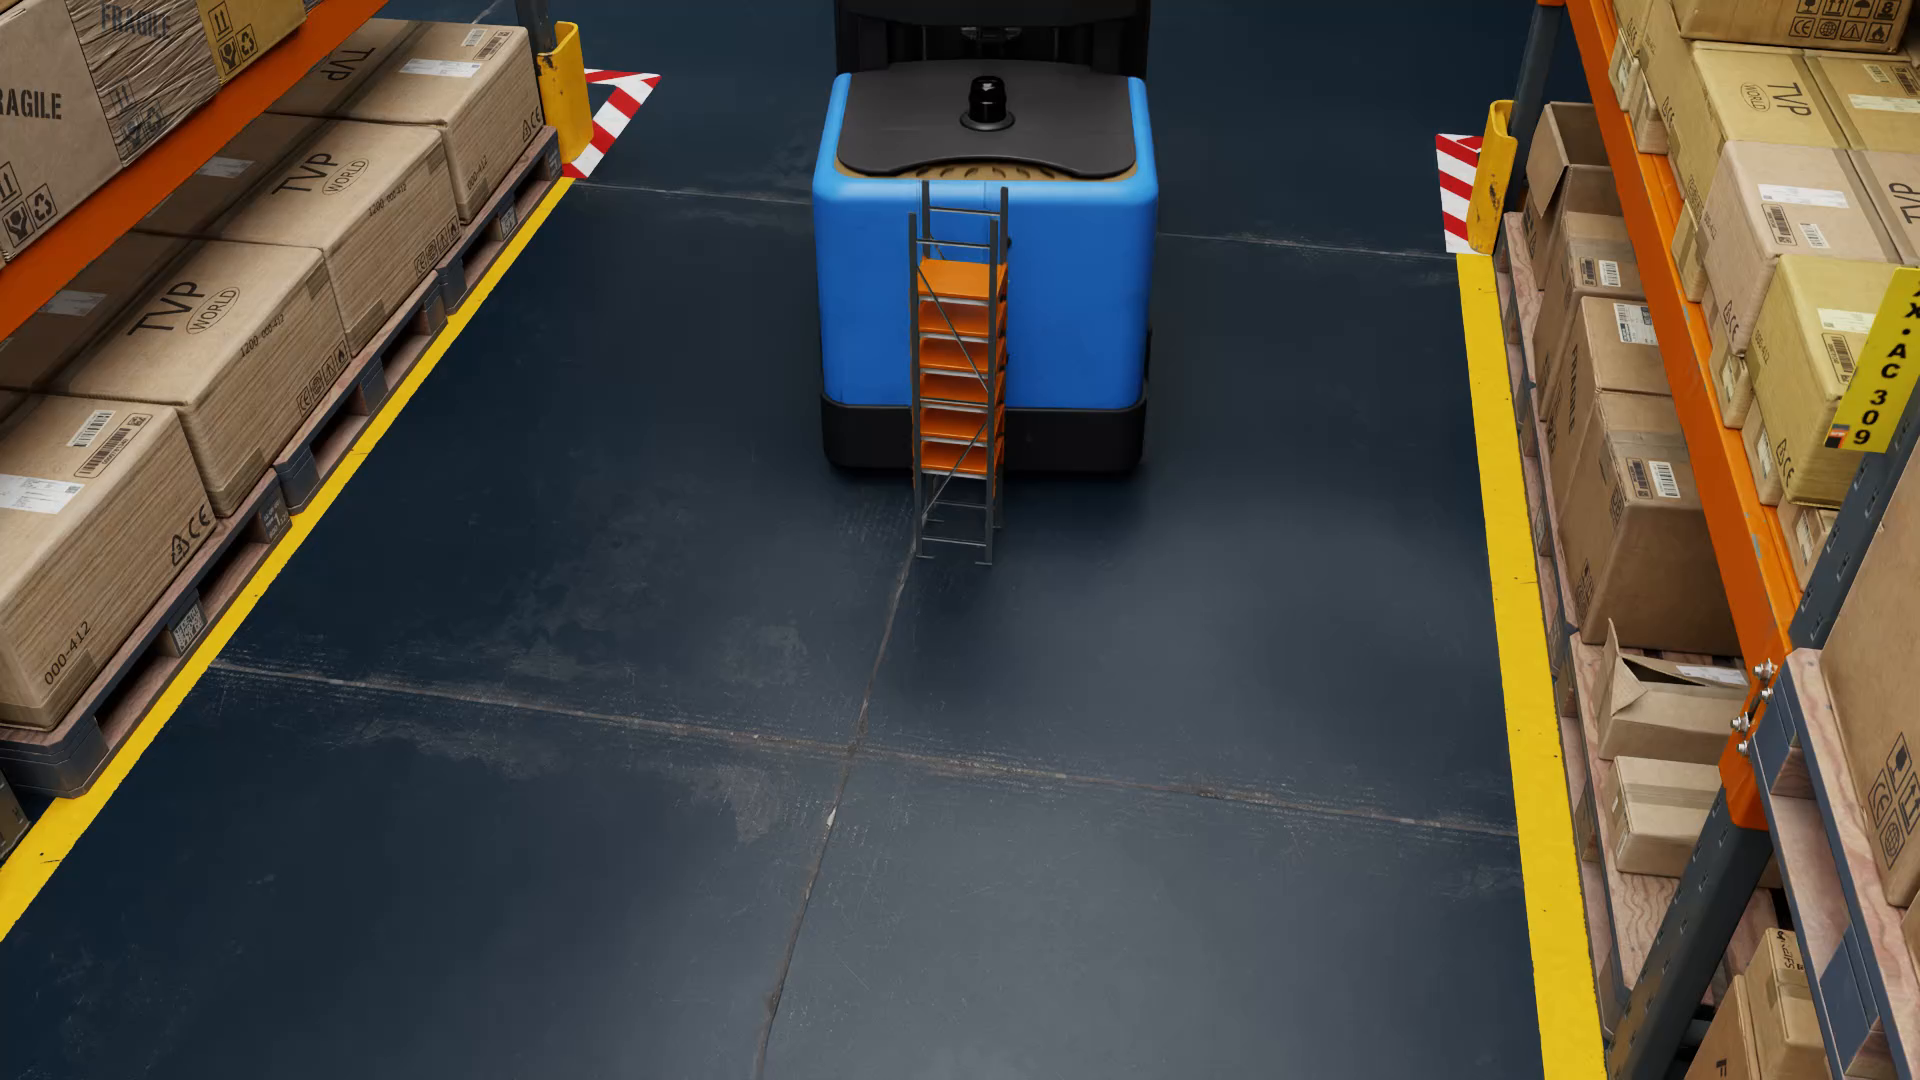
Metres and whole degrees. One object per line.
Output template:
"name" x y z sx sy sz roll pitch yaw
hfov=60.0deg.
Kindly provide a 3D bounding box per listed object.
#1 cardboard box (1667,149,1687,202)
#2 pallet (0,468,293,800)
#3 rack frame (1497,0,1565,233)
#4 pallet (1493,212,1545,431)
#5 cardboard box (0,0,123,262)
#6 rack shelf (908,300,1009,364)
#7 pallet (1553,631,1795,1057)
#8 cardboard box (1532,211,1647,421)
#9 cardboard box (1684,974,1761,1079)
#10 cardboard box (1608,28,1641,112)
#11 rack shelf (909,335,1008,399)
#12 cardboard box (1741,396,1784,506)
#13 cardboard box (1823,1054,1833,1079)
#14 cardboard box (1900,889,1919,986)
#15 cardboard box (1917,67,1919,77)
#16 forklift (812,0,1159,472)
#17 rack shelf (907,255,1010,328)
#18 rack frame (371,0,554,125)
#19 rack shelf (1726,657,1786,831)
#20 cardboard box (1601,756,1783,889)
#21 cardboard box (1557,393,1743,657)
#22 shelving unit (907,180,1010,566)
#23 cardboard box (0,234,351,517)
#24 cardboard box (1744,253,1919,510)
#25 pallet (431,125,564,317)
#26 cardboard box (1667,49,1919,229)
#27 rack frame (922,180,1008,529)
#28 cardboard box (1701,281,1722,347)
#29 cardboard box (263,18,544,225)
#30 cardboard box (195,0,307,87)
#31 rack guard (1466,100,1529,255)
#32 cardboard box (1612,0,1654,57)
"cardboard box" 2.053 -0.978 4.277 0.380 0.149 0.250 6 40 8
"pallet" -2.719 0.180 4.866 1.003 0.211 1.213 6 40 8
"rack frame" 2.654 -2.391 5.788 1.000 3.000 0.127 6 40 8
"pallet" 2.504 -0.768 6.014 1.003 0.211 1.213 6 40 8
"cardboard box" -2.497 -1.045 4.082 0.500 0.500 0.500 7 40 8
"rack shelf" -0.002 -0.604 4.732 0.258 0.103 0.180 6 40 8
"pallet" 2.082 0.763 4.162 1.003 0.211 1.213 6 40 8
"cardboard box" 2.269 -0.684 5.355 0.700 0.500 0.500 8 40 9
"cardboard box" 1.657 1.199 3.077 0.500 0.500 0.500 8 40 10
"cardboard box" 2.055 -1.315 4.684 0.380 0.149 0.250 5 40 6
"rack shelf" -0.002 -0.512 4.809 0.258 0.103 0.180 6 40 8
"cardboard box" 1.792 -0.178 3.308 0.380 0.149 0.250 7 40 9
"cardboard box" 1.640 0.920 2.673 0.380 0.149 0.250 5 40 6
"cardboard box" 1.568 0.523 1.856 0.700 0.500 0.500 7 40 8
"cardboard box" 2.485 -0.858 3.818 0.500 0.250 0.500 7 40 9
"forklift" 0.118 -2.267 5.692 1.130 2.935 3.031 1 40 1
"rack shelf" -0.002 -0.697 4.656 0.258 0.103 0.180 6 40 8
"rack frame" -2.235 -2.936 6.447 1.000 3.000 0.127 6 40 8
"rack shelf" 1.616 1.652 1.463 1.077 0.370 4.000 6 40 8
"cardboard box" 1.769 0.674 3.988 0.380 0.149 0.250 5 40 6
"cardboard box" 2.089 -0.033 4.567 0.700 0.500 0.500 5 40 6
"shelving unit" -0.002 -0.453 4.857 0.258 1.200 0.189 6 40 8
"cardboard box" -2.559 -0.544 5.235 0.875 0.438 0.875 5 40 6
"cardboard box" 1.810 -0.284 3.124 0.500 0.250 0.500 7 40 9
"pallet" -2.297 -1.351 6.718 1.003 0.211 1.213 6 40 8
"cardboard box" 1.981 -0.912 3.883 0.500 0.250 0.500 6 40 7
"rack frame" 0.013 -0.511 4.926 0.240 1.200 0.006 6 40 8
"cardboard box" 1.885 -0.505 3.704 0.380 0.149 0.250 7 40 9
"cardboard box" -2.251 -1.685 6.616 0.875 0.438 0.875 5 40 6
"cardboard box" -2.316 -1.680 4.850 0.500 0.500 0.500 8 40 9
"rack guard" 2.641 -1.380 6.527 1.175 0.500 0.348 6 40 8
"cardboard box" 2.139 -1.558 4.665 0.500 0.250 0.500 6 40 7
